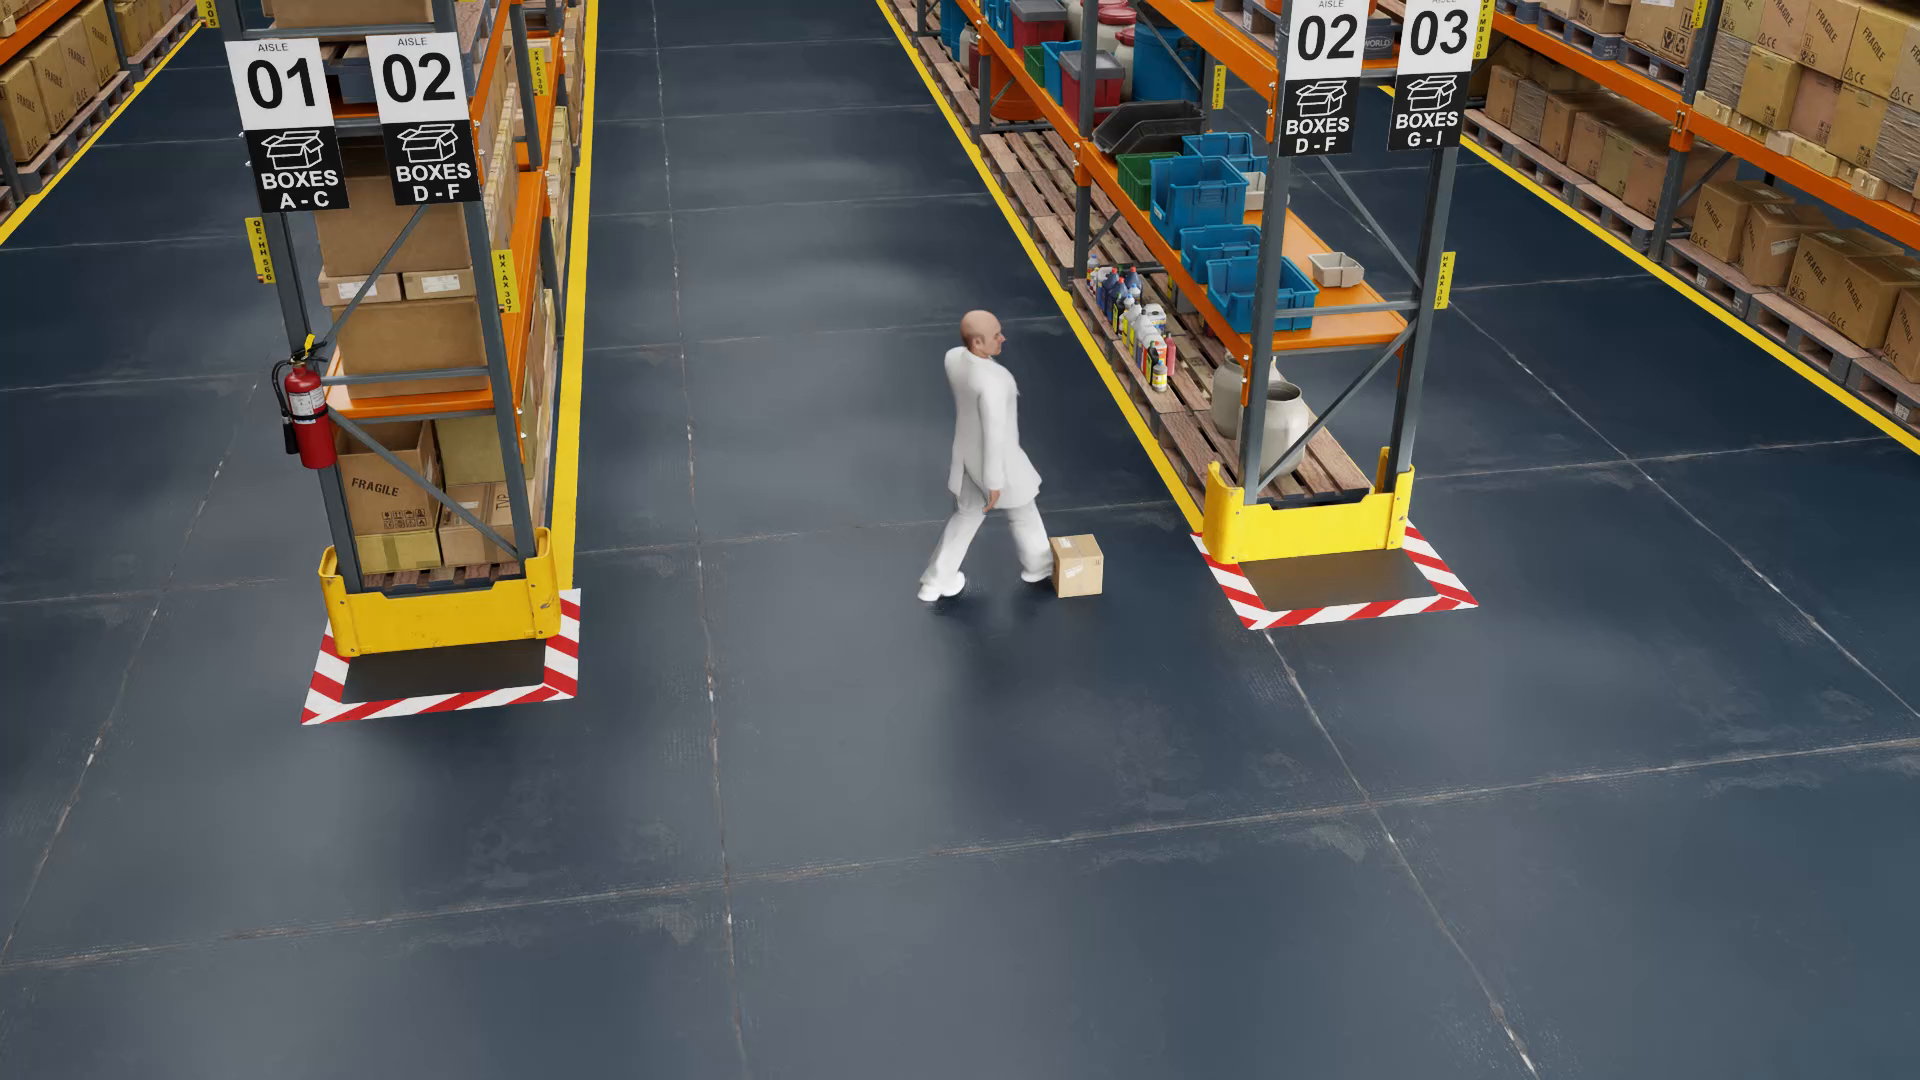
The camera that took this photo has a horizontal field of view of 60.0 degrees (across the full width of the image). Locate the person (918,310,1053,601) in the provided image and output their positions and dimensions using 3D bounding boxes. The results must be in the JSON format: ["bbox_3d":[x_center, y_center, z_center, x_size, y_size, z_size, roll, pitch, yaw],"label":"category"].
[{"bbox_3d":[0.212,-0.478,9.002,1.036,1.729,0.649,-17,35,-27],"label":"person"}]
